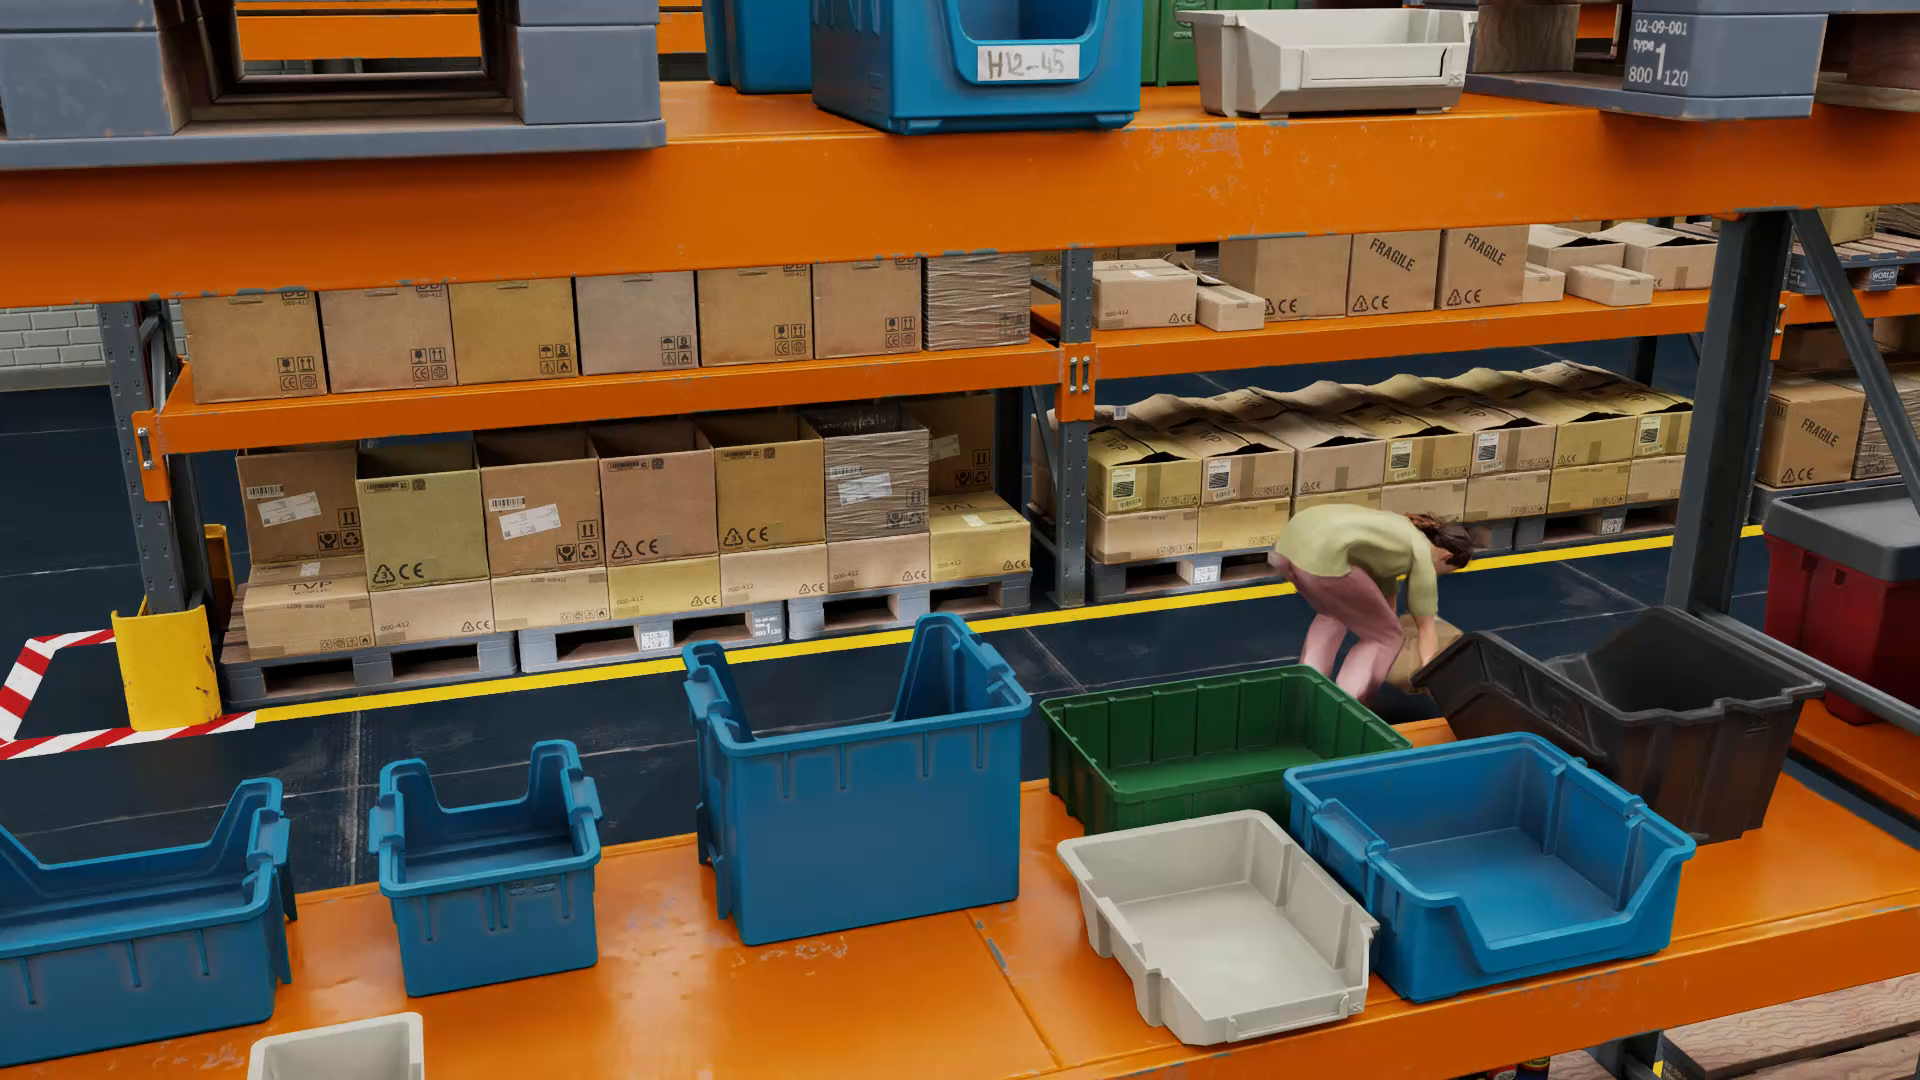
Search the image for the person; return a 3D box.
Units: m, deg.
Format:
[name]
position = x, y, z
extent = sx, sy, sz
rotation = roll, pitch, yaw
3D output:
[person]
position = 1.677, 0.334, 6.766
extent = 0.860, 0.915, 0.447
rotation = -7, 21, -20
